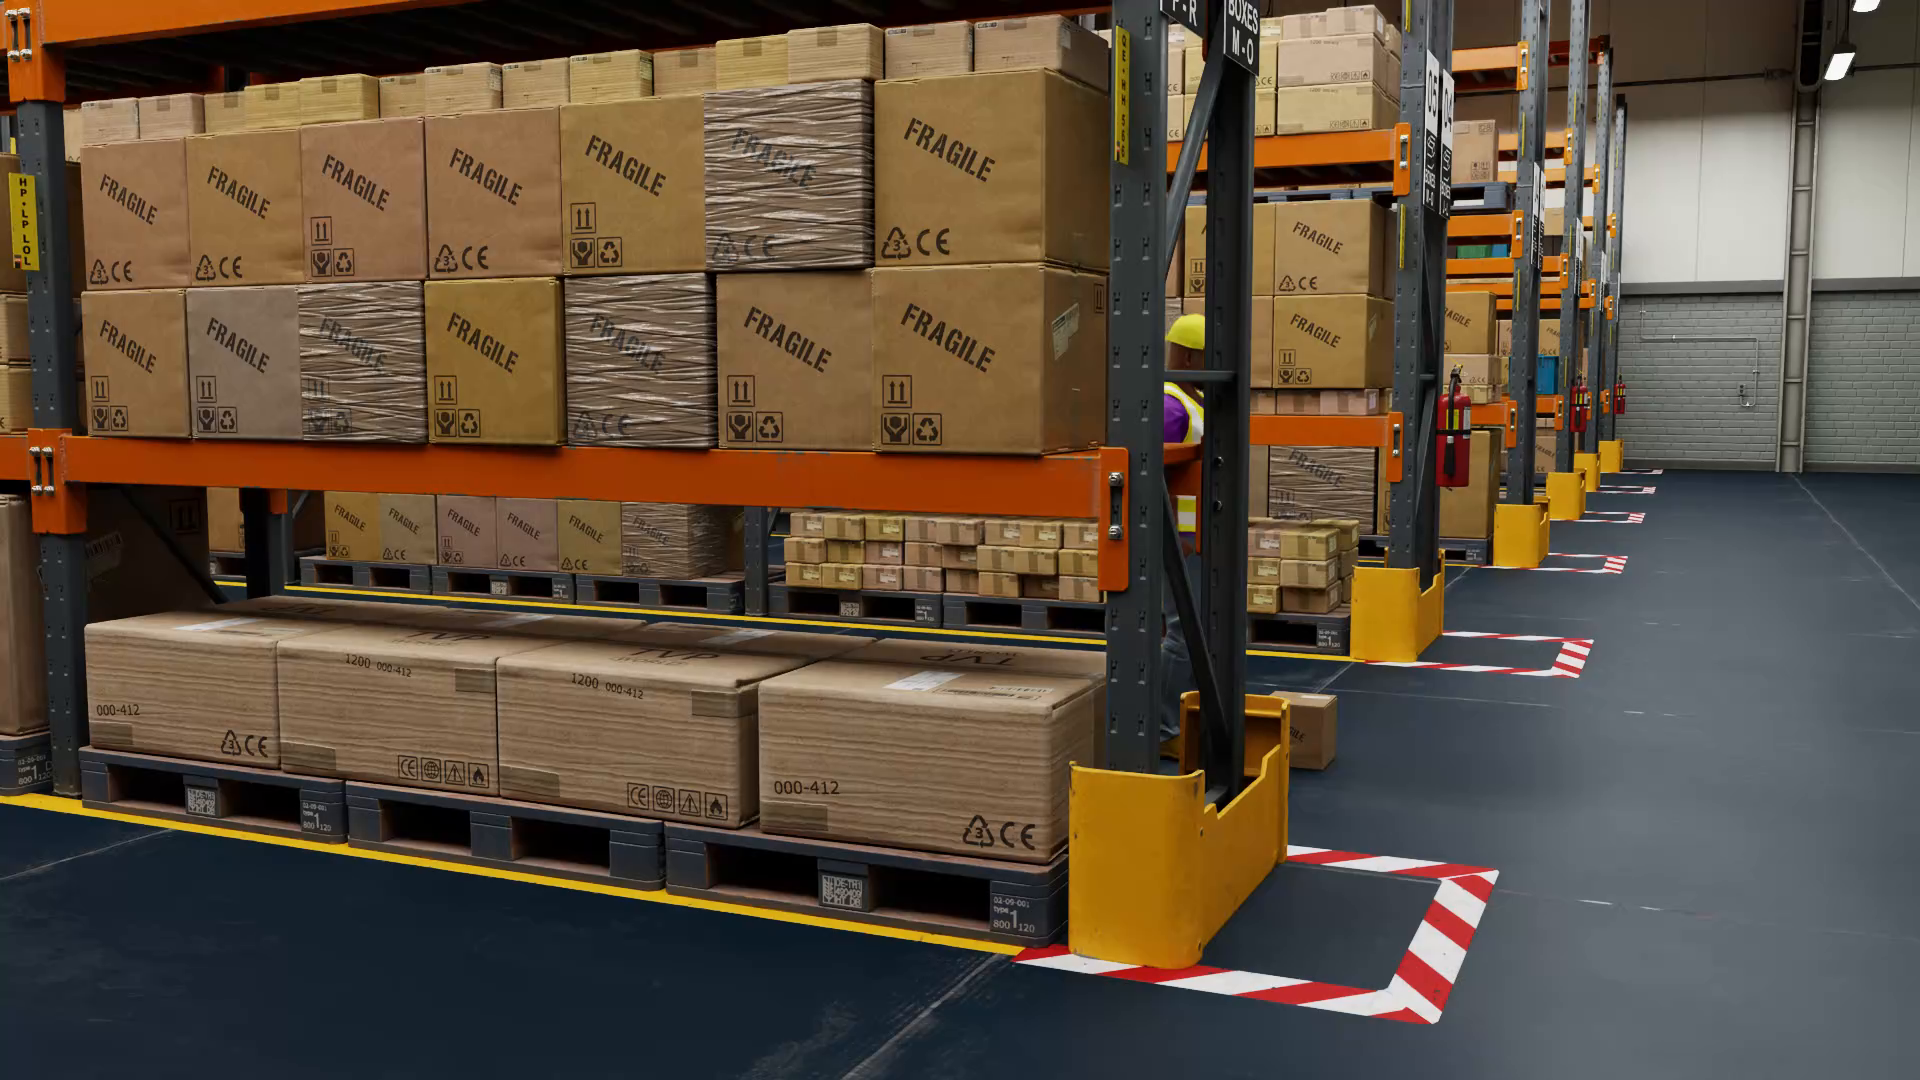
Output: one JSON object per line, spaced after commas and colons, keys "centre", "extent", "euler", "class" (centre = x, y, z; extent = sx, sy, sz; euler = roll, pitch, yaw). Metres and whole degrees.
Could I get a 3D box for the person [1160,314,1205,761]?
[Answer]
{"centre": [0.915, -0.019, 6.671], "extent": [0.371, 1.762, 0.568], "euler": [3, 6, 25], "class": "person"}
